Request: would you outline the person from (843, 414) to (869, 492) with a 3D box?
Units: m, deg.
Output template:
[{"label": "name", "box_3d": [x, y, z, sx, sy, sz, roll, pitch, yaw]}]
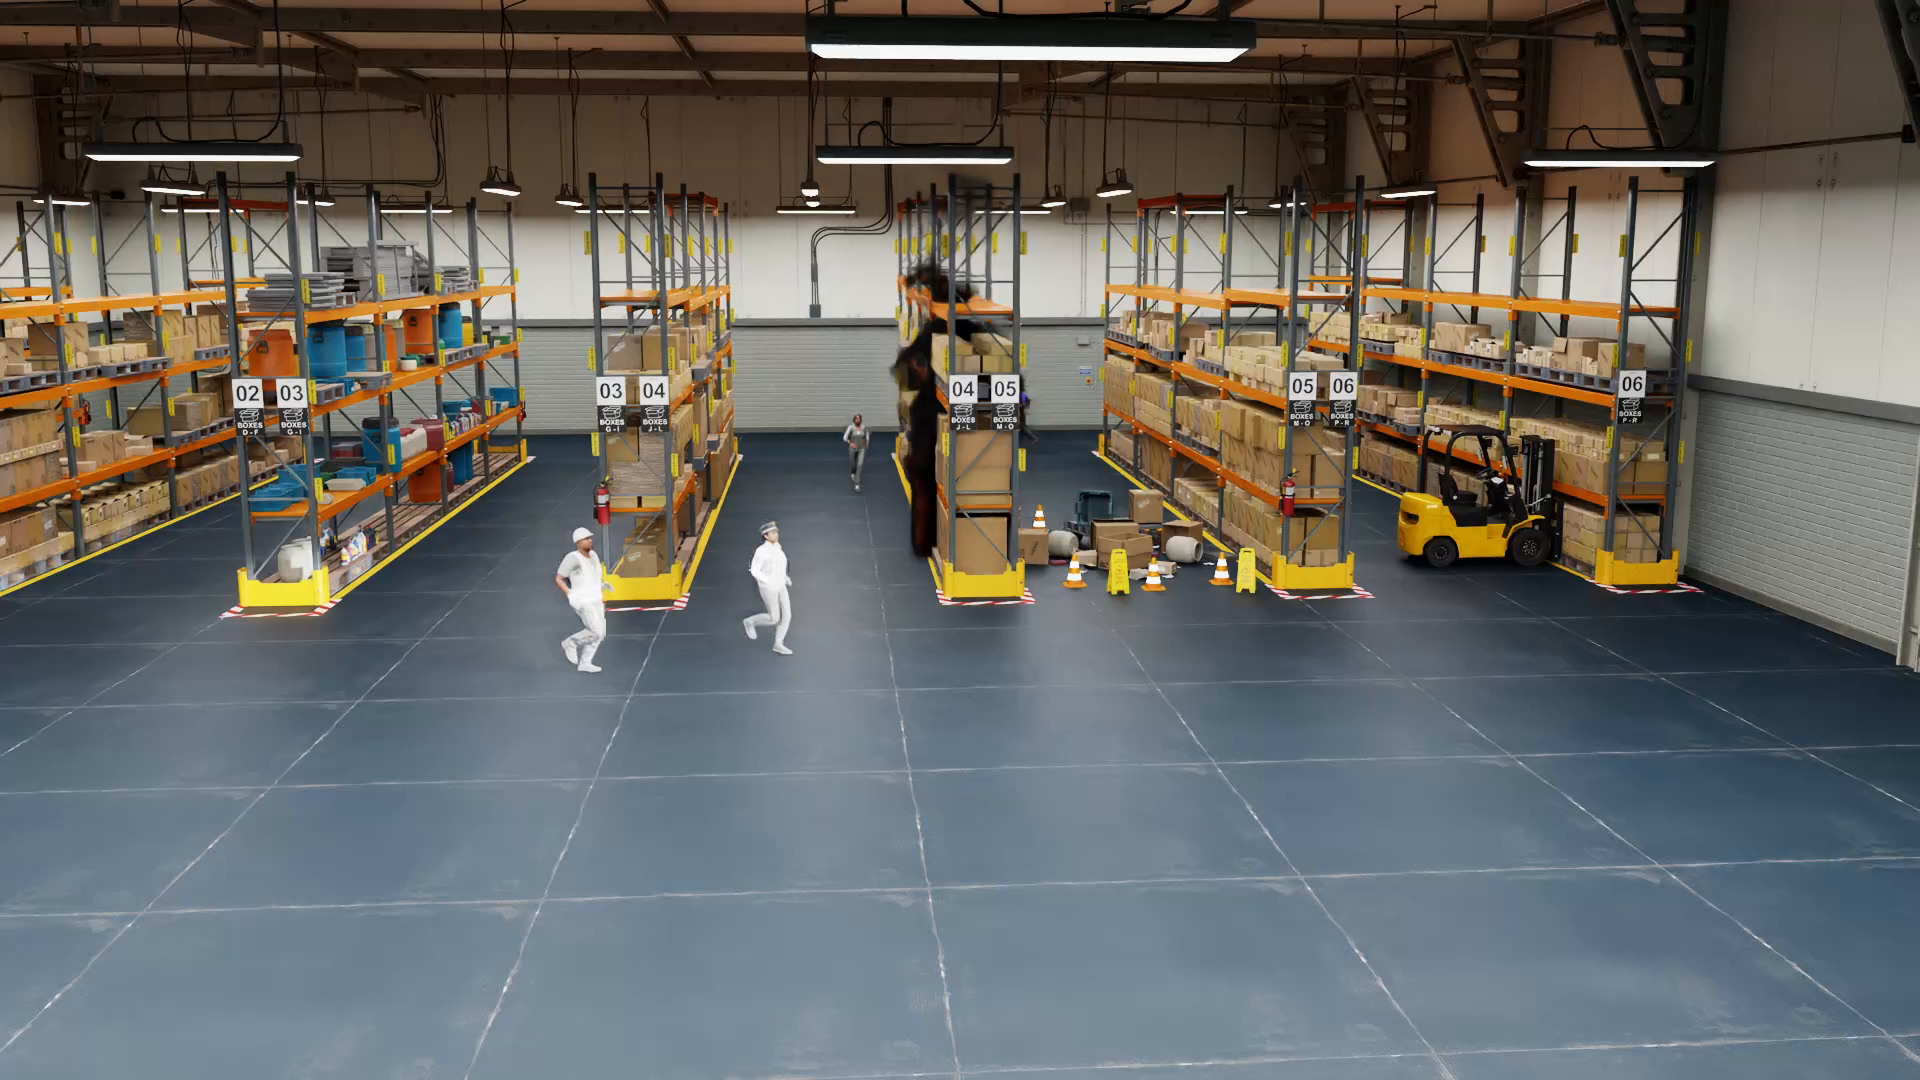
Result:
[{"label": "person", "box_3d": [-2.152, -1.850, 34.660, 0.565, 1.589, 0.878, -2, 10, -12]}]

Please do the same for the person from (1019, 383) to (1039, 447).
[{"label": "person", "box_3d": [1.525, -3.059, 41.307, 0.837, 1.669, 0.570, 0, 10, 3]}]

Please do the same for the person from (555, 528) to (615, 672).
[{"label": "person", "box_3d": [-4.403, 0.714, 19.663, 0.594, 1.732, 0.684, 4, 11, 20]}]

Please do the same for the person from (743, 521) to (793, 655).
[{"label": "person", "box_3d": [-2.375, 0.581, 20.709, 0.679, 1.665, 0.623, 6, 12, 30]}]
